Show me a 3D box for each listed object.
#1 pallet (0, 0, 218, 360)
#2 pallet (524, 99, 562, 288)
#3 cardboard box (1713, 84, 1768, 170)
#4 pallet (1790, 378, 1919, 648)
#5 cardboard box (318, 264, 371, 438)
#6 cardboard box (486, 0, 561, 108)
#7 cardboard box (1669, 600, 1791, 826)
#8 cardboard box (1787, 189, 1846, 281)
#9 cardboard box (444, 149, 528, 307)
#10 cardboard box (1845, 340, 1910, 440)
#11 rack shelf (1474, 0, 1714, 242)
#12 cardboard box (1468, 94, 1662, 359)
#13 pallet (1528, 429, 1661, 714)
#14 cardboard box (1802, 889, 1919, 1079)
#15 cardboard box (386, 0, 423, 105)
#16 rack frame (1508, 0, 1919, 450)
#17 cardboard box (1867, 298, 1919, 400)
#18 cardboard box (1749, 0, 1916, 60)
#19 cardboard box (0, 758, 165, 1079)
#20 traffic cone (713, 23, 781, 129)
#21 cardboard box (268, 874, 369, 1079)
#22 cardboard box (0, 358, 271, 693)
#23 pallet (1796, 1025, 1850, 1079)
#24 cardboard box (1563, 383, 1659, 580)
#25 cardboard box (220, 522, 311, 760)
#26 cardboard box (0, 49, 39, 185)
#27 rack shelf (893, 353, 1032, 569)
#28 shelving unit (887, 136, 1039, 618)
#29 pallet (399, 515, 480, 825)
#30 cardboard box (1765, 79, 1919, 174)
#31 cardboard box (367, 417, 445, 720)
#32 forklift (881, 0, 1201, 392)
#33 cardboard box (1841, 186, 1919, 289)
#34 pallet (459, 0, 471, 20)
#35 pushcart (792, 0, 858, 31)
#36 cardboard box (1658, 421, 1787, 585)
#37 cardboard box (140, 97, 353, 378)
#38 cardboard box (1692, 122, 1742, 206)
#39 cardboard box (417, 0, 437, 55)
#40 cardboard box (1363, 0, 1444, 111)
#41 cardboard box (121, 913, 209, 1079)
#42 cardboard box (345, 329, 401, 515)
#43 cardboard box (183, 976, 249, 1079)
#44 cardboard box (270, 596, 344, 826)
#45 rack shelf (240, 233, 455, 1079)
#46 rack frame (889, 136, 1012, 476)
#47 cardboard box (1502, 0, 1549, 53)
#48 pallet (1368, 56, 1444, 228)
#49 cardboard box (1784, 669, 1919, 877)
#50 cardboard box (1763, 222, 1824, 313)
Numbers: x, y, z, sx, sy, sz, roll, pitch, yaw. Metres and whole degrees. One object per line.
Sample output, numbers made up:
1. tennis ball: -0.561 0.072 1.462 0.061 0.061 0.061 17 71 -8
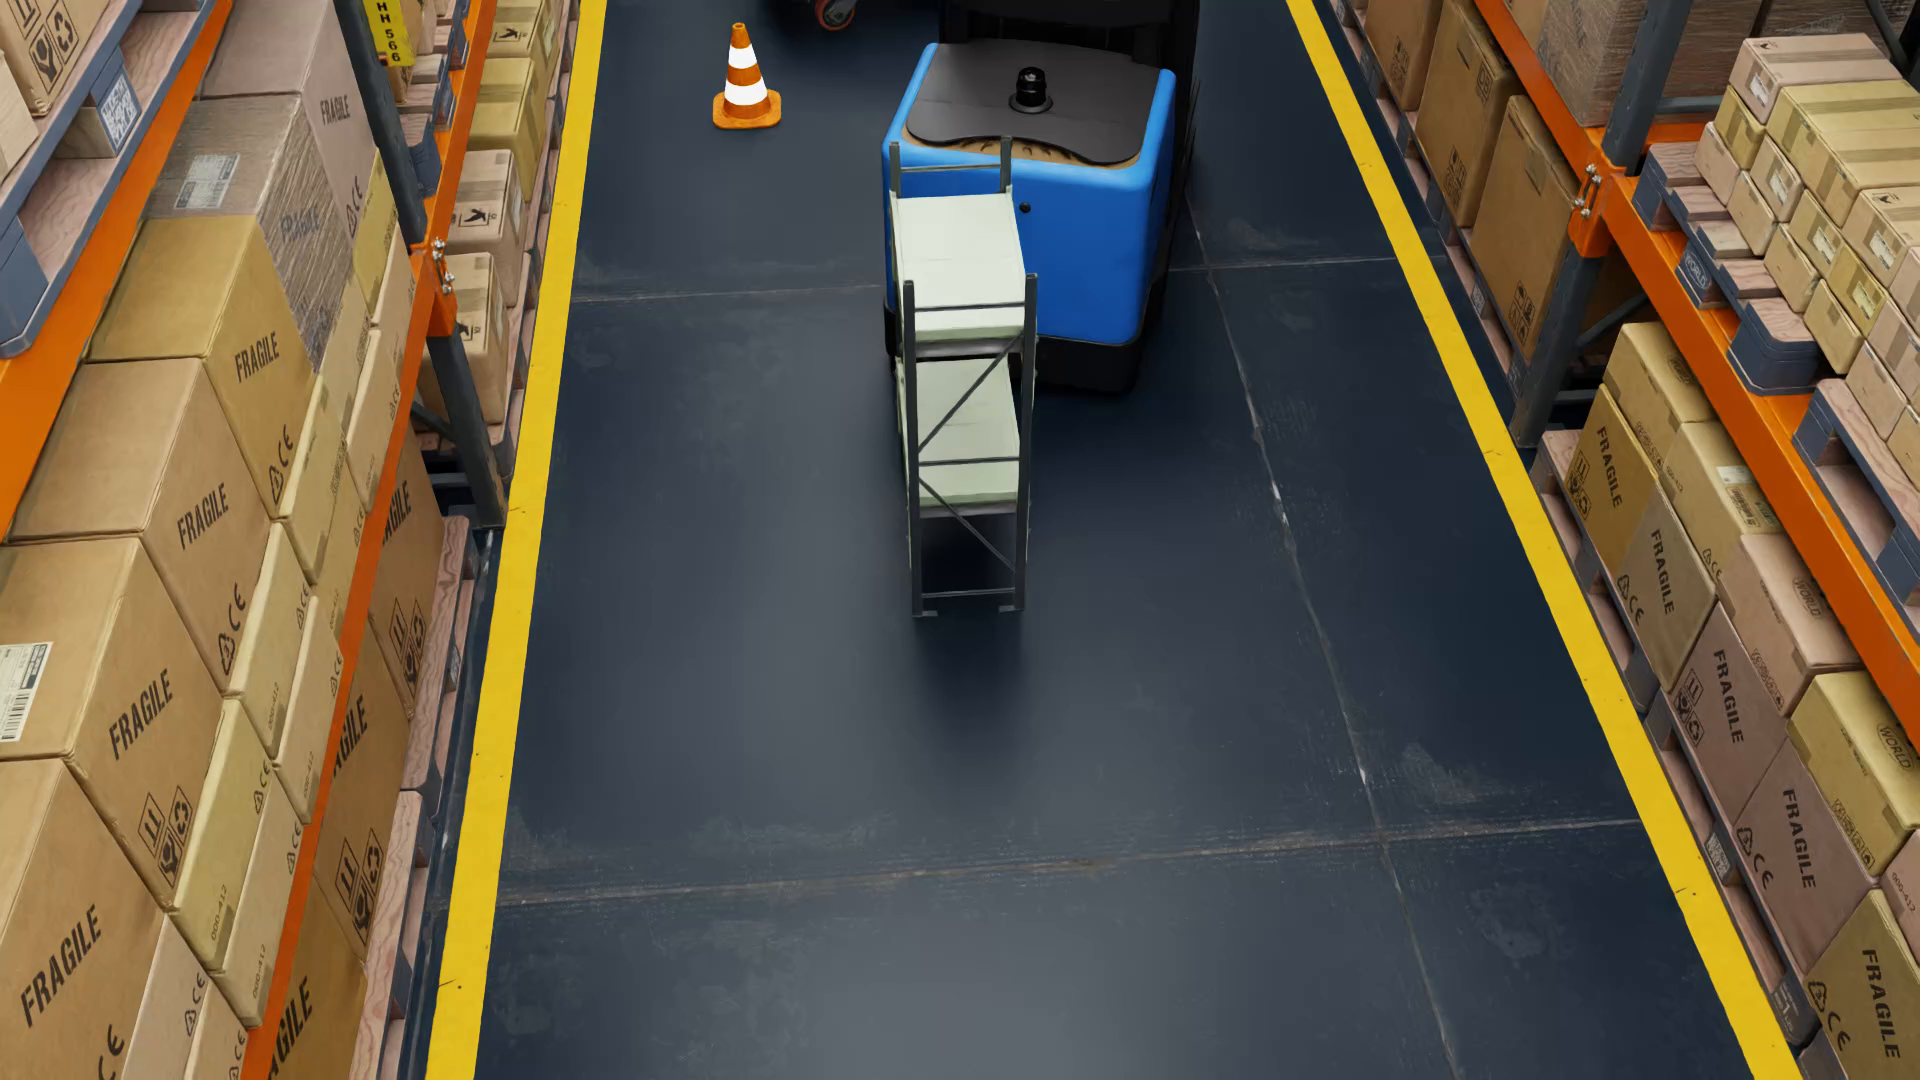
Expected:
1. pallet: -2.020 -0.784 2.991 1.003 0.211 1.213 -2 47 -1
2. pallet: -2.386 -1.576 7.597 1.003 0.211 1.213 -3 47 -3
3. cardboard box: 2.542 -1.262 5.058 0.380 0.149 0.250 -2 47 -2
4. pallet: 2.908 0.033 4.285 1.003 0.211 1.213 -3 47 -3
5. cardboard box: -1.883 -0.504 4.420 0.500 0.250 0.500 -5 47 -4
6. cardboard box: -2.448 -2.325 7.906 0.950 0.372 0.625 -1 47 -1
7. cardboard box: 2.599 0.514 5.130 0.500 0.500 0.500 -5 47 -4
8. cardboard box: 2.592 -0.872 4.689 0.380 0.149 0.250 -5 47 -5
9. cardboard box: -2.330 -1.273 6.910 0.950 0.372 0.625 -4 47 -4
10. cardboard box: 2.632 -0.408 4.454 0.380 0.149 0.250 -2 47 -2
11. rack shelf: 2.534 -2.663 7.201 1.077 0.370 4.000 -3 47 -3
12. cardboard box: 2.740 -1.280 6.656 1.050 0.750 0.750 -4 47 -4
13. pallet: 2.765 0.061 6.047 1.003 0.211 1.213 -3 47 -3
14. cardboard box: 2.680 1.255 4.428 0.500 0.500 0.500 -4 47 -4
15. cardboard box: -2.030 -1.710 5.240 0.500 0.500 0.500 -5 47 -4
16. rack frame: 2.701 -1.463 5.570 1.000 3.000 0.127 -3 47 -3
17. cardboard box: 2.633 -0.510 4.346 0.380 0.149 0.250 -3 47 -3
18. cardboard box: 2.933 -1.839 5.857 0.500 0.500 0.500 -3 47 -3
19. cardboard box: -1.709 0.725 2.740 0.500 0.500 0.500 -4 47 -4
20. traffic cone: -1.059 -2.299 8.108 0.336 0.463 0.334 -3 47 -3
21. cardboard box: -2.103 1.294 4.132 0.875 0.875 0.875 -2 47 -2
22. cardboard box: -1.798 -0.012 3.438 0.500 0.500 0.500 -4 47 -4
23. pallet: 2.969 1.827 4.375 1.003 0.211 1.213 -3 47 -3
24. cardboard box: 2.506 -0.221 5.825 0.500 0.500 0.500 -5 47 -5
25. cardboard box: -1.776 0.241 3.715 0.500 0.250 0.500 -5 47 -4
26. cardboard box: -1.692 -0.668 2.554 0.396 0.266 0.258 0 47 0
27. rack shelf: -0.001 -0.296 5.947 0.431 0.370 0.720 -3 47 -3
28. shelving unit: -0.001 -0.521 5.710 0.431 1.500 0.755 -3 47 -3
29. pallet: -2.232 0.445 5.683 1.003 0.211 1.213 -3 47 -3
30. cardboard box: 2.572 -1.185 4.781 0.380 0.149 0.250 -5 47 -4
31. cardboard box: -2.248 0.002 5.356 0.875 0.875 0.875 -4 47 -4
32. forklift: 0.504 -2.697 6.786 1.130 2.935 3.031 9 47 8
33. cardboard box: 2.610 -0.816 4.431 0.380 0.149 0.250 -5 47 -5
34. pallet: -2.430 -2.453 6.639 1.003 0.211 1.213 -3 47 -3
35. pushcart: -0.290 -3.256 9.074 1.648 0.377 0.936 -19 49 -17
36. cardboard box: 2.560 -0.125 5.219 0.500 0.250 0.500 -4 47 -4
37. cardboard box: -1.868 -0.738 4.126 0.500 0.500 0.500 -3 47 -3
38. cardboard box: 2.538 -1.185 5.190 0.380 0.149 0.250 -4 47 -4
39. cardboard box: -2.032 -1.801 5.773 0.380 0.149 0.250 -6 47 -6
40. cardboard box: 2.585 -2.586 7.893 1.050 0.750 0.750 -3 47 -3
41. cardboard box: -1.716 0.974 3.021 0.500 0.250 0.500 -3 47 -3
42. cardboard box: -1.863 -0.319 4.589 0.500 0.250 0.500 -3 47 -3
43. cardboard box: -1.707 1.148 3.200 0.500 0.250 0.500 -5 47 -4
44. cardboard box: -1.766 0.414 3.895 0.500 0.250 0.500 -4 47 -4
45. rack shelf: -2.056 0.605 4.106 1.077 0.370 4.000 -3 47 -3
46. rack frame: -0.031 -0.785 5.961 0.400 1.500 0.023 -3 47 -3
47. cardboard box: 2.356 -2.168 6.168 0.500 0.500 0.500 -3 47 -3
48. pallet: 2.611 -1.960 7.961 1.003 0.211 1.213 -3 47 -3
49. cardboard box: 2.634 0.610 4.522 0.500 0.250 0.500 -5 47 -5
50. cardboard box: 2.583 -0.796 4.821 0.380 0.149 0.250 -1 47 -1
